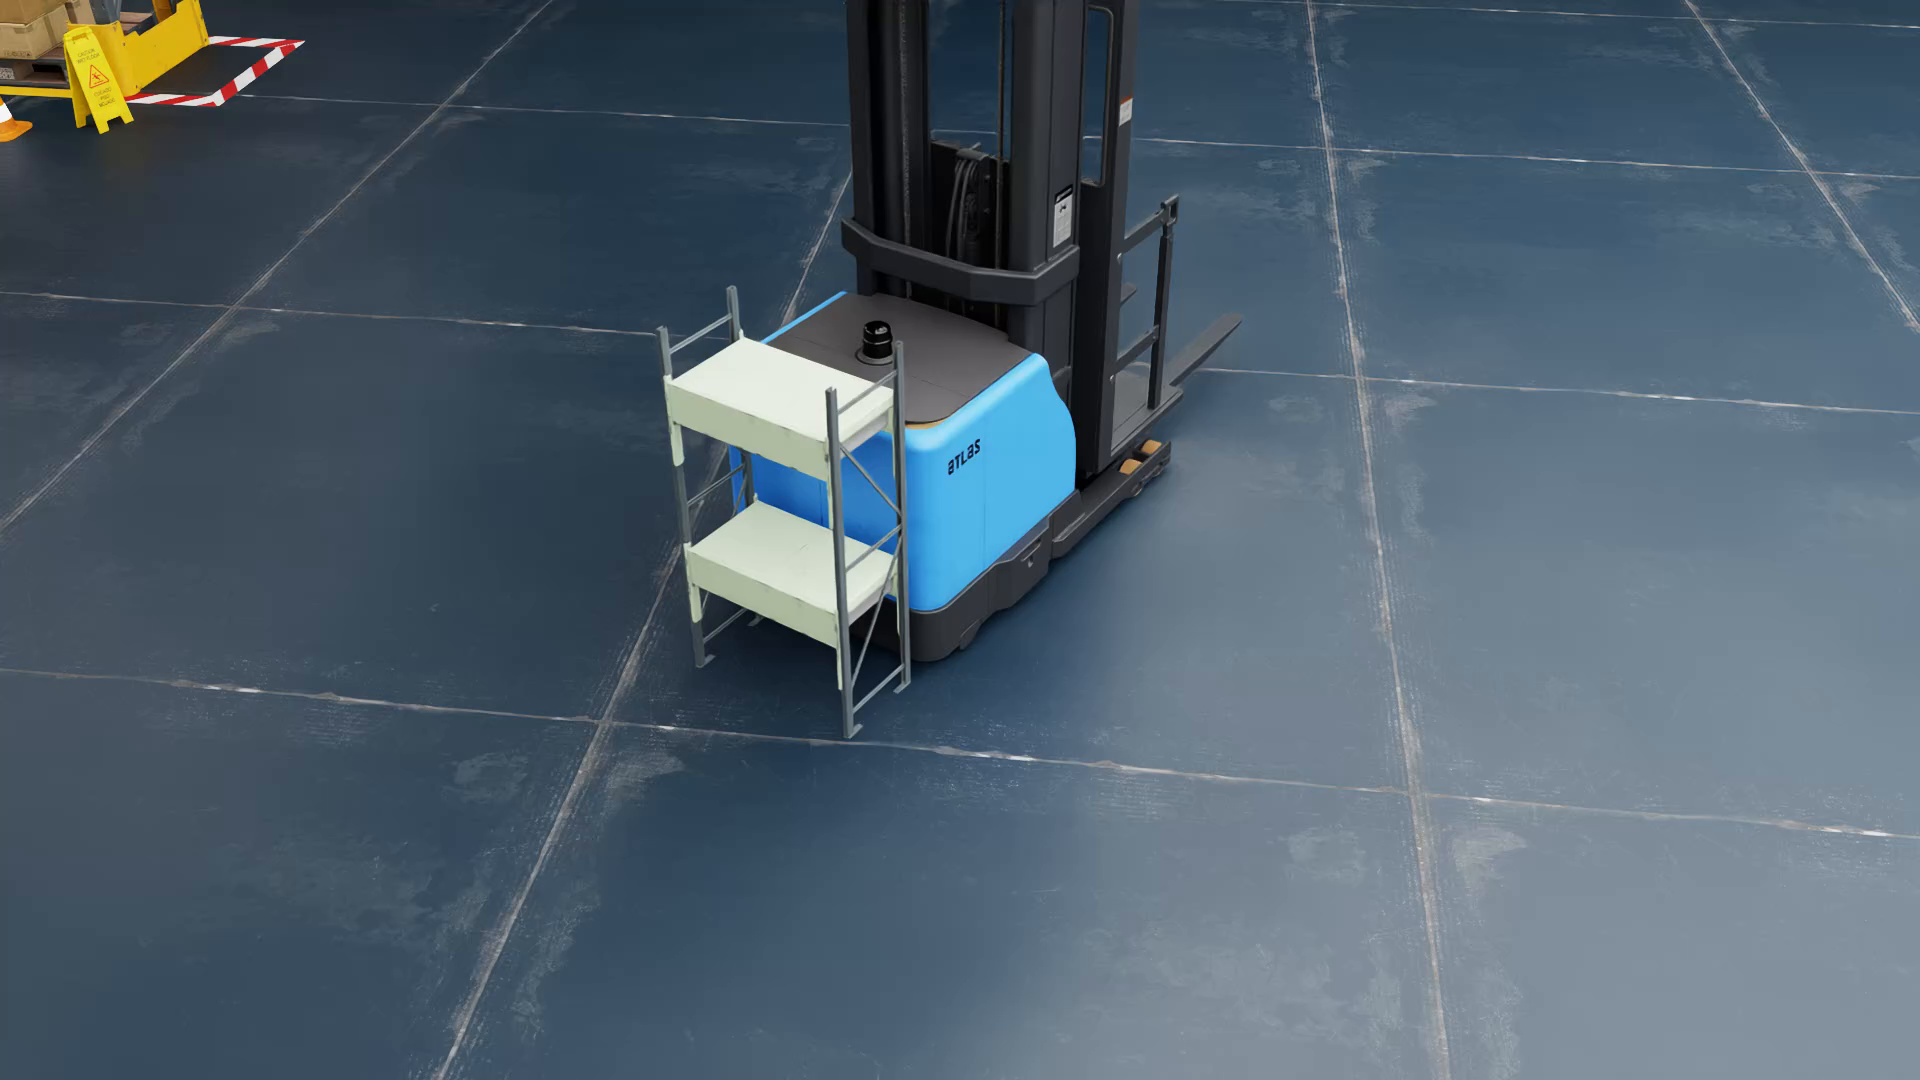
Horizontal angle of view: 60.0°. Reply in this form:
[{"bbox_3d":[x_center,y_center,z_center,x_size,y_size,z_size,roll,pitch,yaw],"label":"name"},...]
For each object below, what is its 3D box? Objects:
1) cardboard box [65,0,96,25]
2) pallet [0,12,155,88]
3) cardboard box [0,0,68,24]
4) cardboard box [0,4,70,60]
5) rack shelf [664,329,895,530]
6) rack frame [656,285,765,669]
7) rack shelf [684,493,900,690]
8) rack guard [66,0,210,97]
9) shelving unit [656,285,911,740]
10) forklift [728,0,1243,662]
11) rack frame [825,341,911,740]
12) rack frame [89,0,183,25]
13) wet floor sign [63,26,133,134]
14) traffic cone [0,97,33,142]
[{"bbox_3d":[-6.552,-3.912,12.155,0.500,0.250,0.500,4,36,6],"label":"cardboard box"},{"bbox_3d":[-6.664,-3.593,12.102,1.213,0.211,1.003,4,36,6],"label":"pallet"},{"bbox_3d":[-6.615,-3.907,11.503,0.500,0.500,0.500,4,36,6],"label":"cardboard box"},{"bbox_3d":[-6.647,-3.600,11.717,0.500,0.250,0.500,4,36,6],"label":"cardboard box"},{"bbox_3d":[-0.616,-0.400,5.848,0.720,0.370,0.431,22,41,27],"label":"rack shelf"},{"bbox_3d":[-0.918,-0.202,6.242,0.023,1.500,0.400,22,41,27],"label":"rack frame"},{"bbox_3d":[-0.615,0.183,6.264,0.720,0.370,0.431,22,41,27],"label":"rack shelf"},{"bbox_3d":[-5.863,-3.630,11.905,0.348,0.500,1.175,4,36,6],"label":"rack guard"},{"bbox_3d":[-0.615,-0.082,6.074,0.755,1.500,0.431,22,41,27],"label":"shelving unit"},{"bbox_3d":[0.314,-1.535,6.877,1.130,2.935,3.031,22,41,27],"label":"forklift"},{"bbox_3d":[-0.313,0.037,5.907,0.023,1.500,0.400,22,41,27],"label":"rack frame"},{"bbox_3d":[-5.787,-4.641,11.171,0.127,3.000,1.000,4,36,6],"label":"rack frame"},{"bbox_3d":[-5.735,-3.053,10.972,0.232,0.644,0.267,17,39,22],"label":"wet floor sign"},{"bbox_3d":[-6.378,-2.897,10.911,0.334,0.463,0.336,4,36,6],"label":"traffic cone"}]
